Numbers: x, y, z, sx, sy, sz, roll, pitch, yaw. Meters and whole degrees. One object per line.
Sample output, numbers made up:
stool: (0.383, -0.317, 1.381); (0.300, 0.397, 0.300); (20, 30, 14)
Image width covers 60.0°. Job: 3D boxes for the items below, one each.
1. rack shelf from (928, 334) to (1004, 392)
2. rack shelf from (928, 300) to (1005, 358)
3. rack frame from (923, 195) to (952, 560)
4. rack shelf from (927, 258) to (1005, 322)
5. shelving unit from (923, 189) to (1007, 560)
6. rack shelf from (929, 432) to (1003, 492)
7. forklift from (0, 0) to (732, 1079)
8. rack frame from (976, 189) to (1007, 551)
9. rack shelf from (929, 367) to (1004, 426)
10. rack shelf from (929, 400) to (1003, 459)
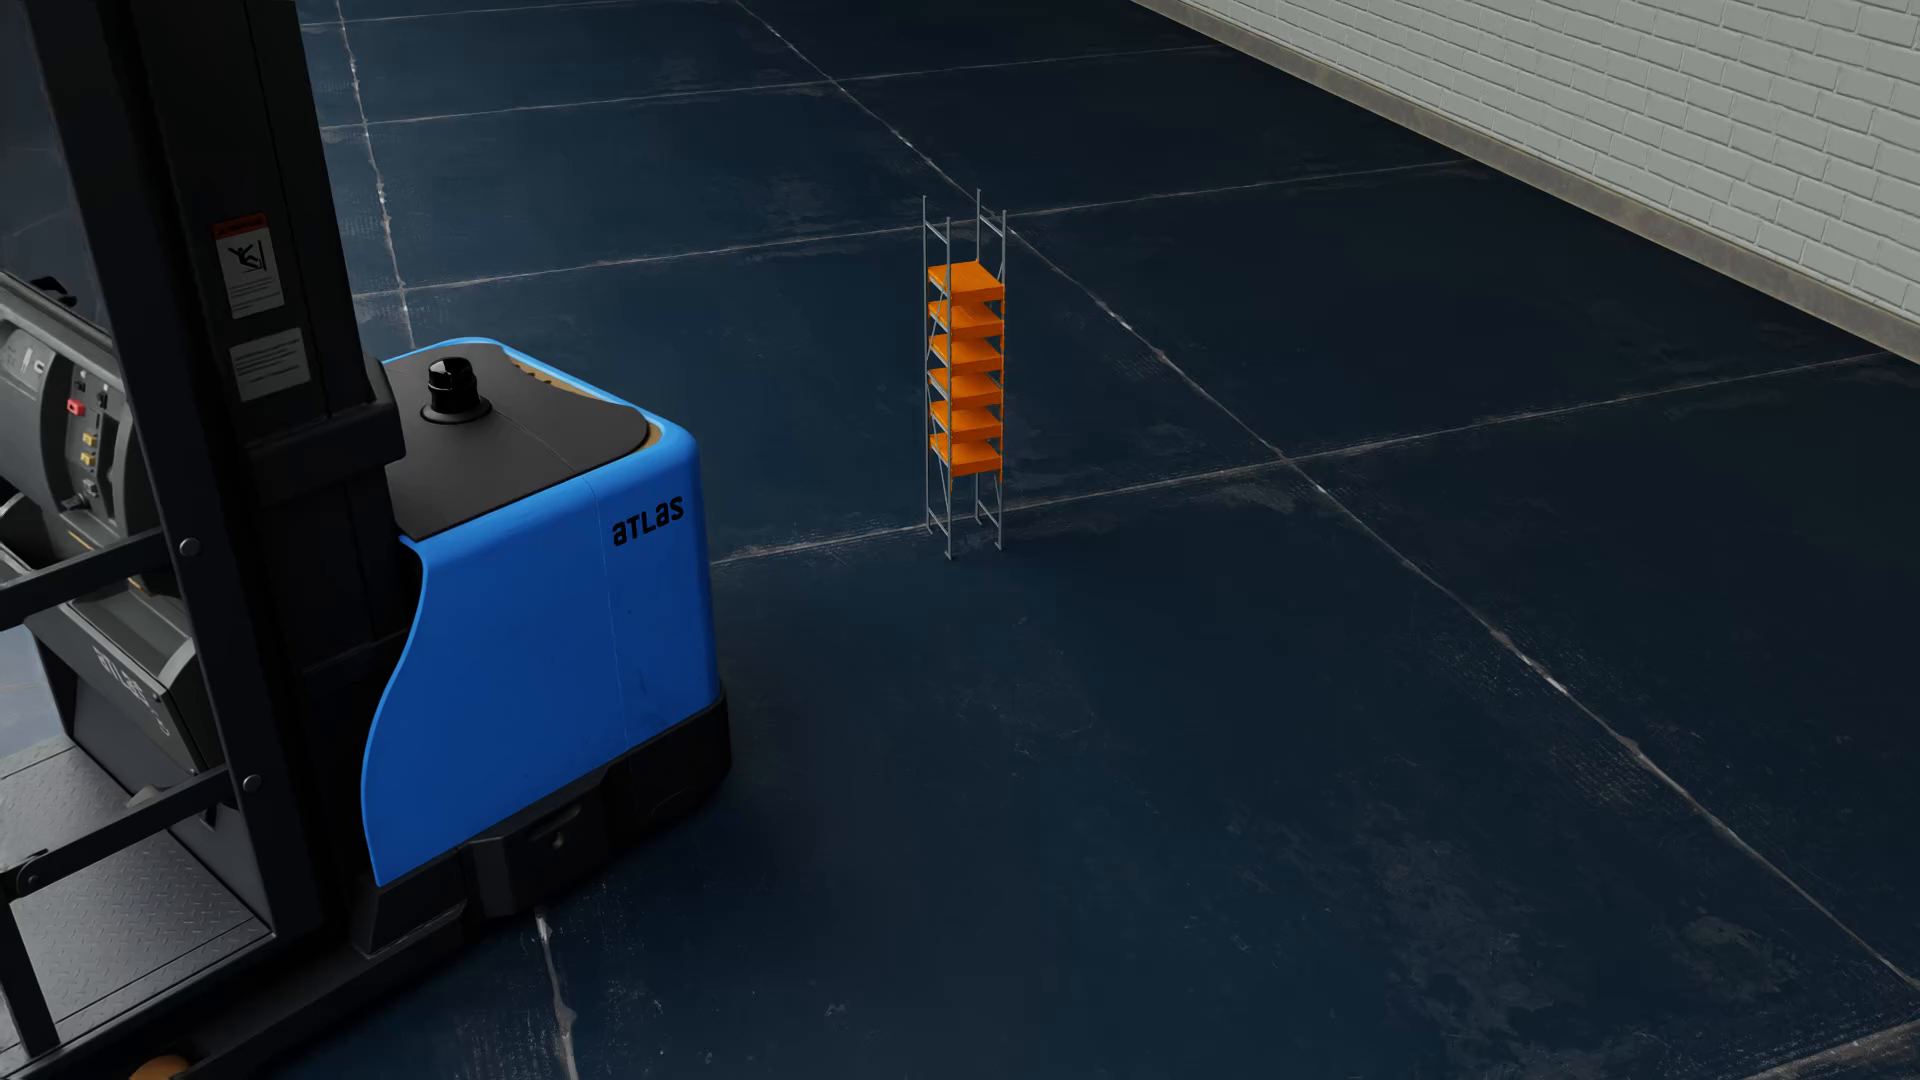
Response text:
rack shelf: (0.014, -0.589, 5.420); (0.180, 0.103, 0.258); (-10, 31, -18)
rack shelf: (0.014, -0.694, 5.361); (0.180, 0.103, 0.258); (-10, 31, -18)
rack frame: (-0.072, -0.508, 5.430); (0.006, 1.200, 0.240); (-10, 31, -18)
rack shelf: (0.014, -0.798, 5.301); (0.180, 0.103, 0.258); (-10, 31, -18)
shelving unit: (0.014, -0.524, 5.457); (0.189, 1.200, 0.258); (-10, 31, -18)
rack shelf: (0.014, -0.277, 5.598); (0.180, 0.103, 0.258); (-10, 31, -18)
forklift: (-1.990, -0.225, 3.185); (1.130, 2.935, 3.031); (25, 38, 36)
rack frame: (0.099, -0.540, 5.485); (0.006, 1.200, 0.240); (-10, 31, -18)
rack shelf: (0.014, -0.485, 5.479); (0.180, 0.103, 0.258); (-10, 31, -18)
rack shelf: (0.014, -0.381, 5.539); (0.180, 0.103, 0.258); (-10, 31, -18)
